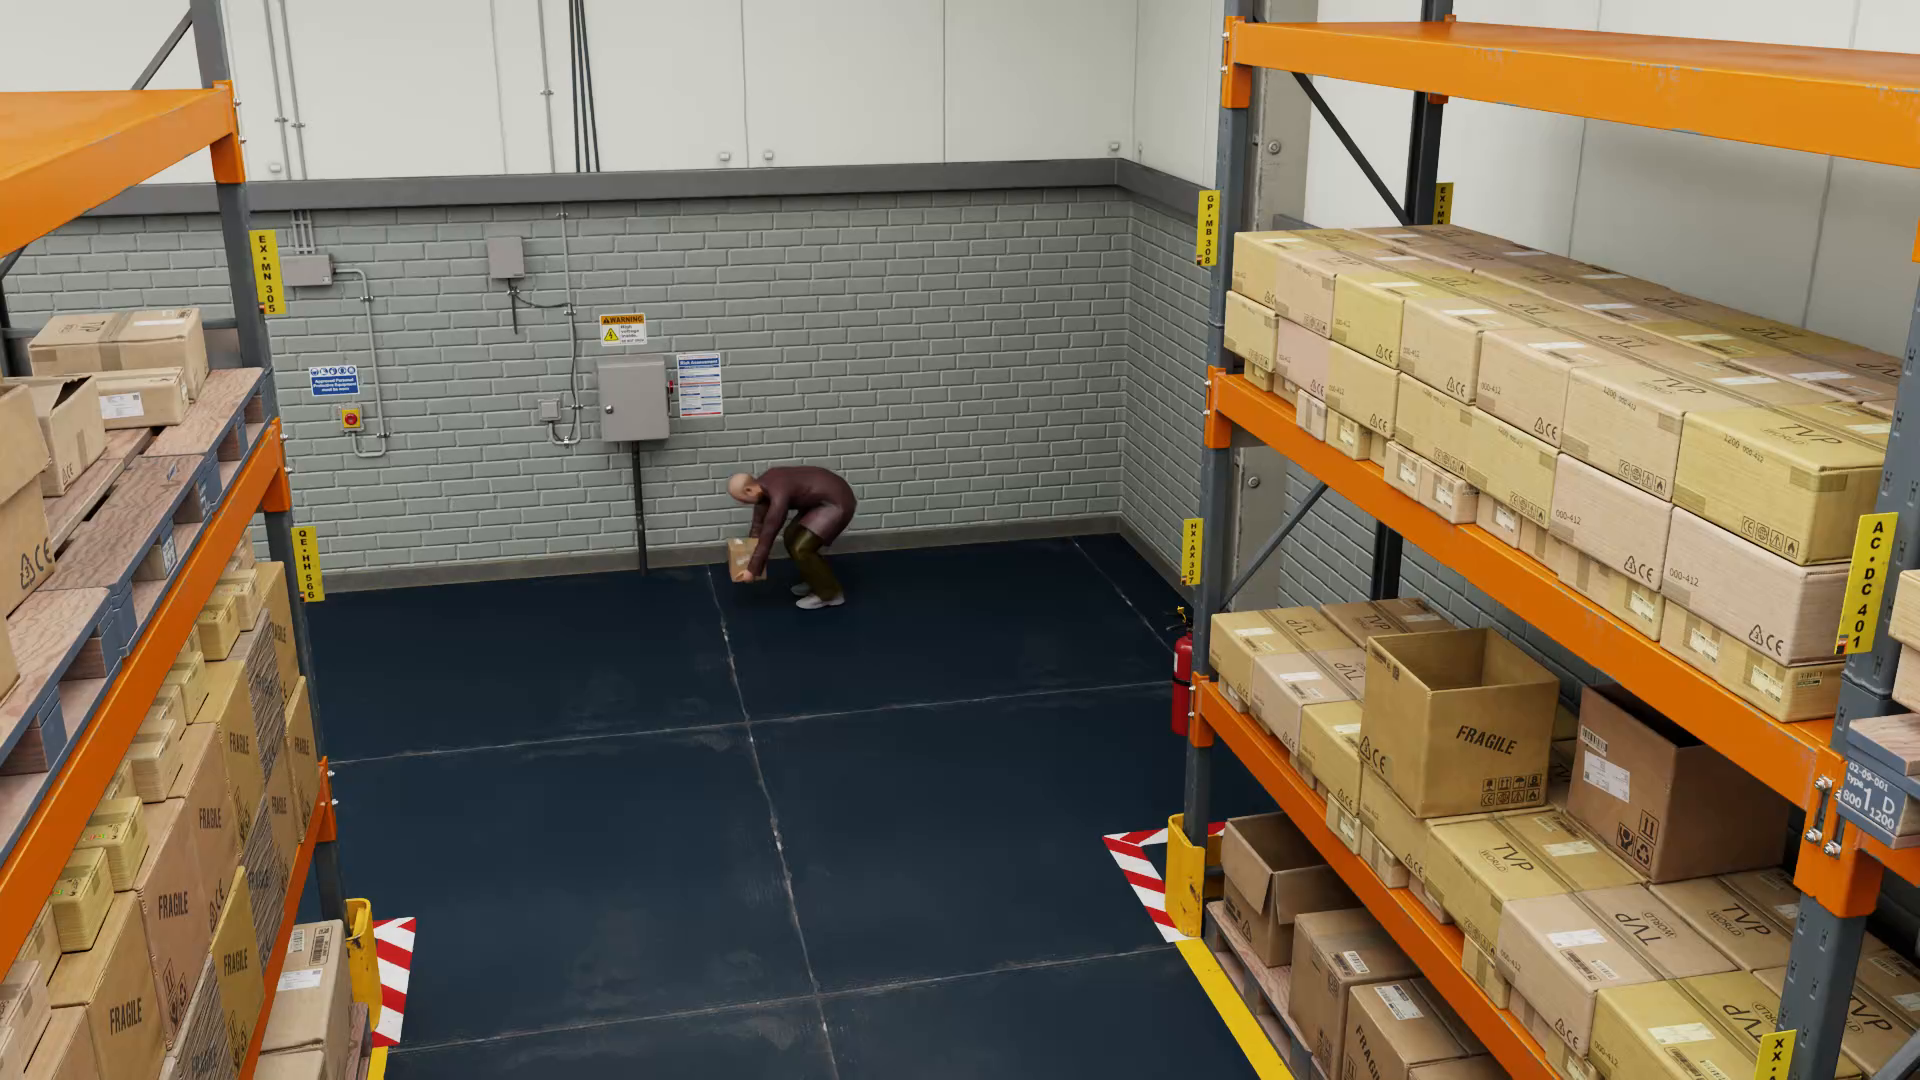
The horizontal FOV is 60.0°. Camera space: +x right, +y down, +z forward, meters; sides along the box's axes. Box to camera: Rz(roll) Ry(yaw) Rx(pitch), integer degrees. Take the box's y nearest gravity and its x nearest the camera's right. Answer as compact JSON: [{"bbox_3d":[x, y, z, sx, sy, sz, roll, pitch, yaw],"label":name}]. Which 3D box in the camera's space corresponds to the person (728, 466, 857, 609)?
[{"bbox_3d":[-1.226,-0.031,12.284,0.943,1.044,0.593,-5,20,-15],"label":"person"}]
